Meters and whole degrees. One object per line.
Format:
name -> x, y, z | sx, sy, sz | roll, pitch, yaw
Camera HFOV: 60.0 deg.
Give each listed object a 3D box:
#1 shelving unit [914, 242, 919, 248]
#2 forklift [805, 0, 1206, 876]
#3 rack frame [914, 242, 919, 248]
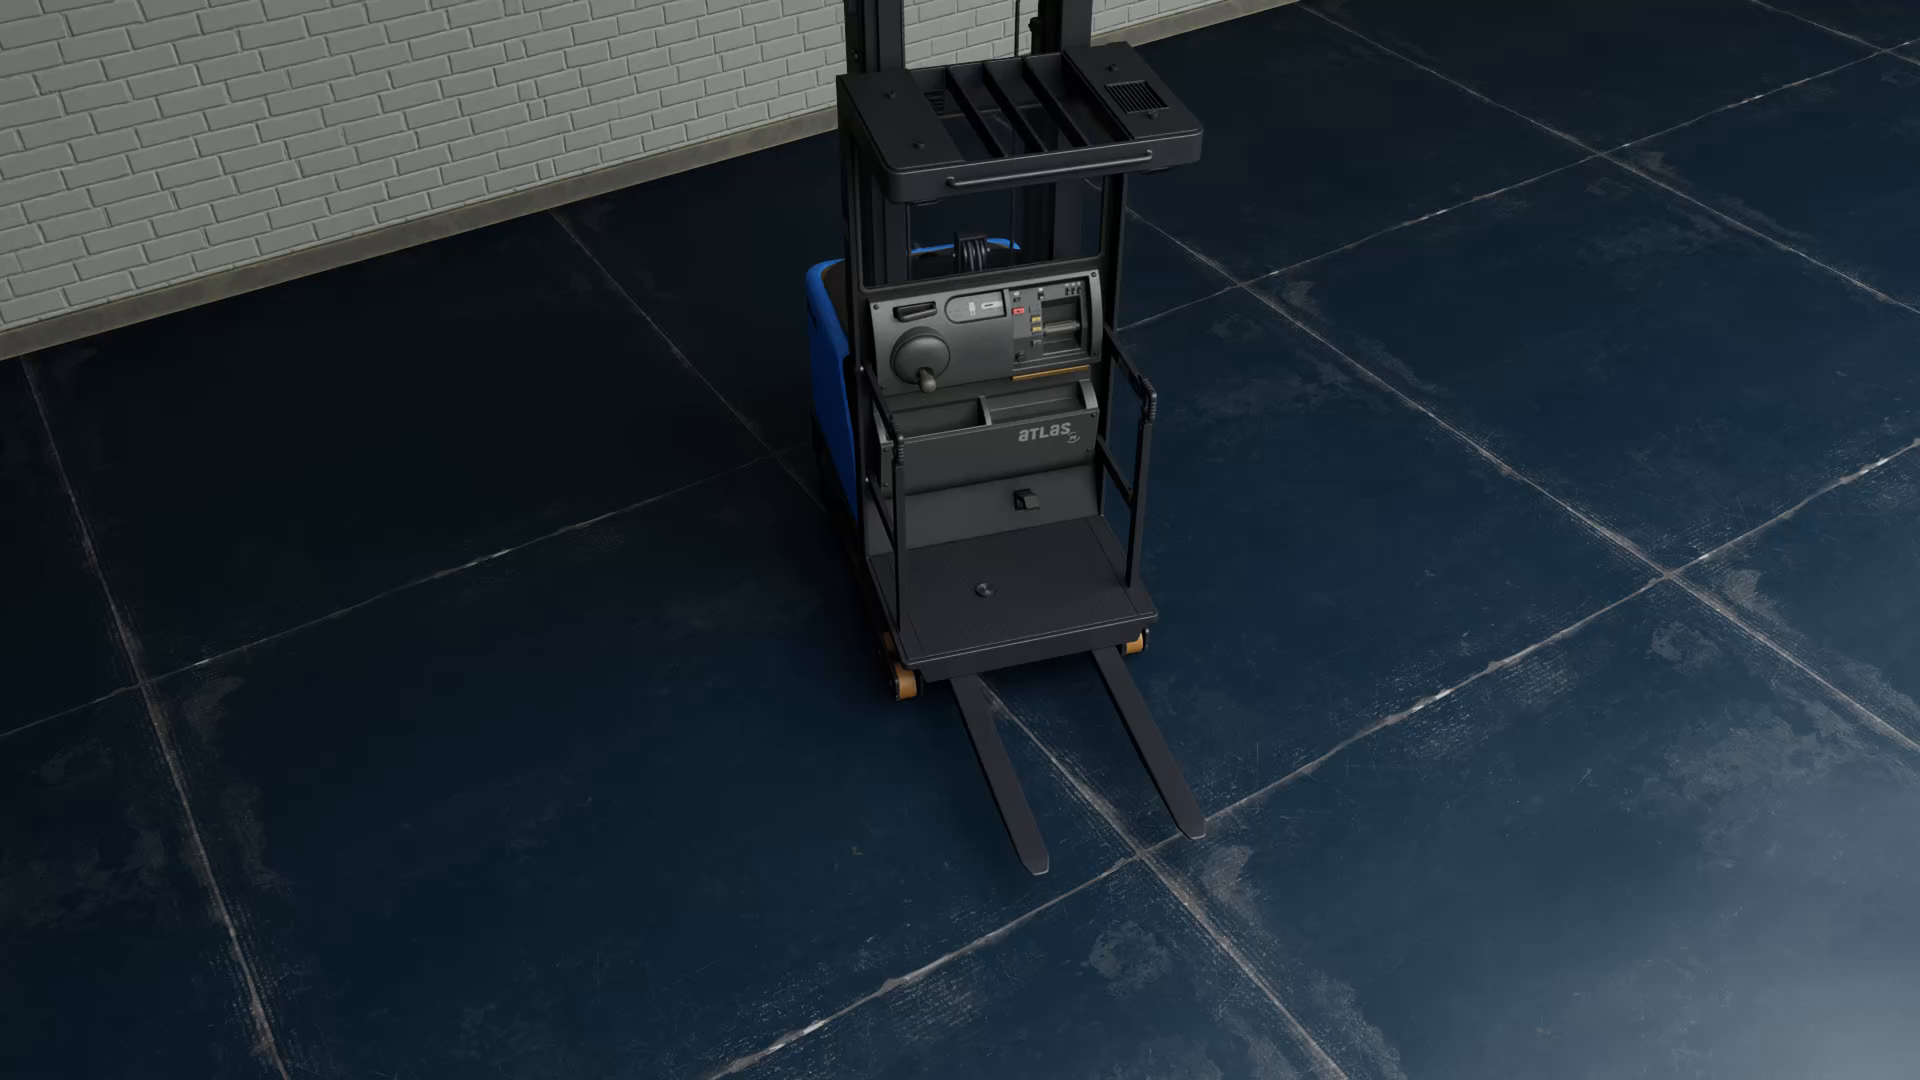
shelving unit -> -0.278, -1.000, 8.234 | 0.258, 0.900, 0.210 | -10, 35, -12
forklift -> 0.169, -0.743, 6.352 | 1.130, 2.935, 3.031 | -10, 41, -12
rack frame -> -0.305, -1.055, 8.315 | 0.240, 0.900, 0.006 | -10, 35, -12
